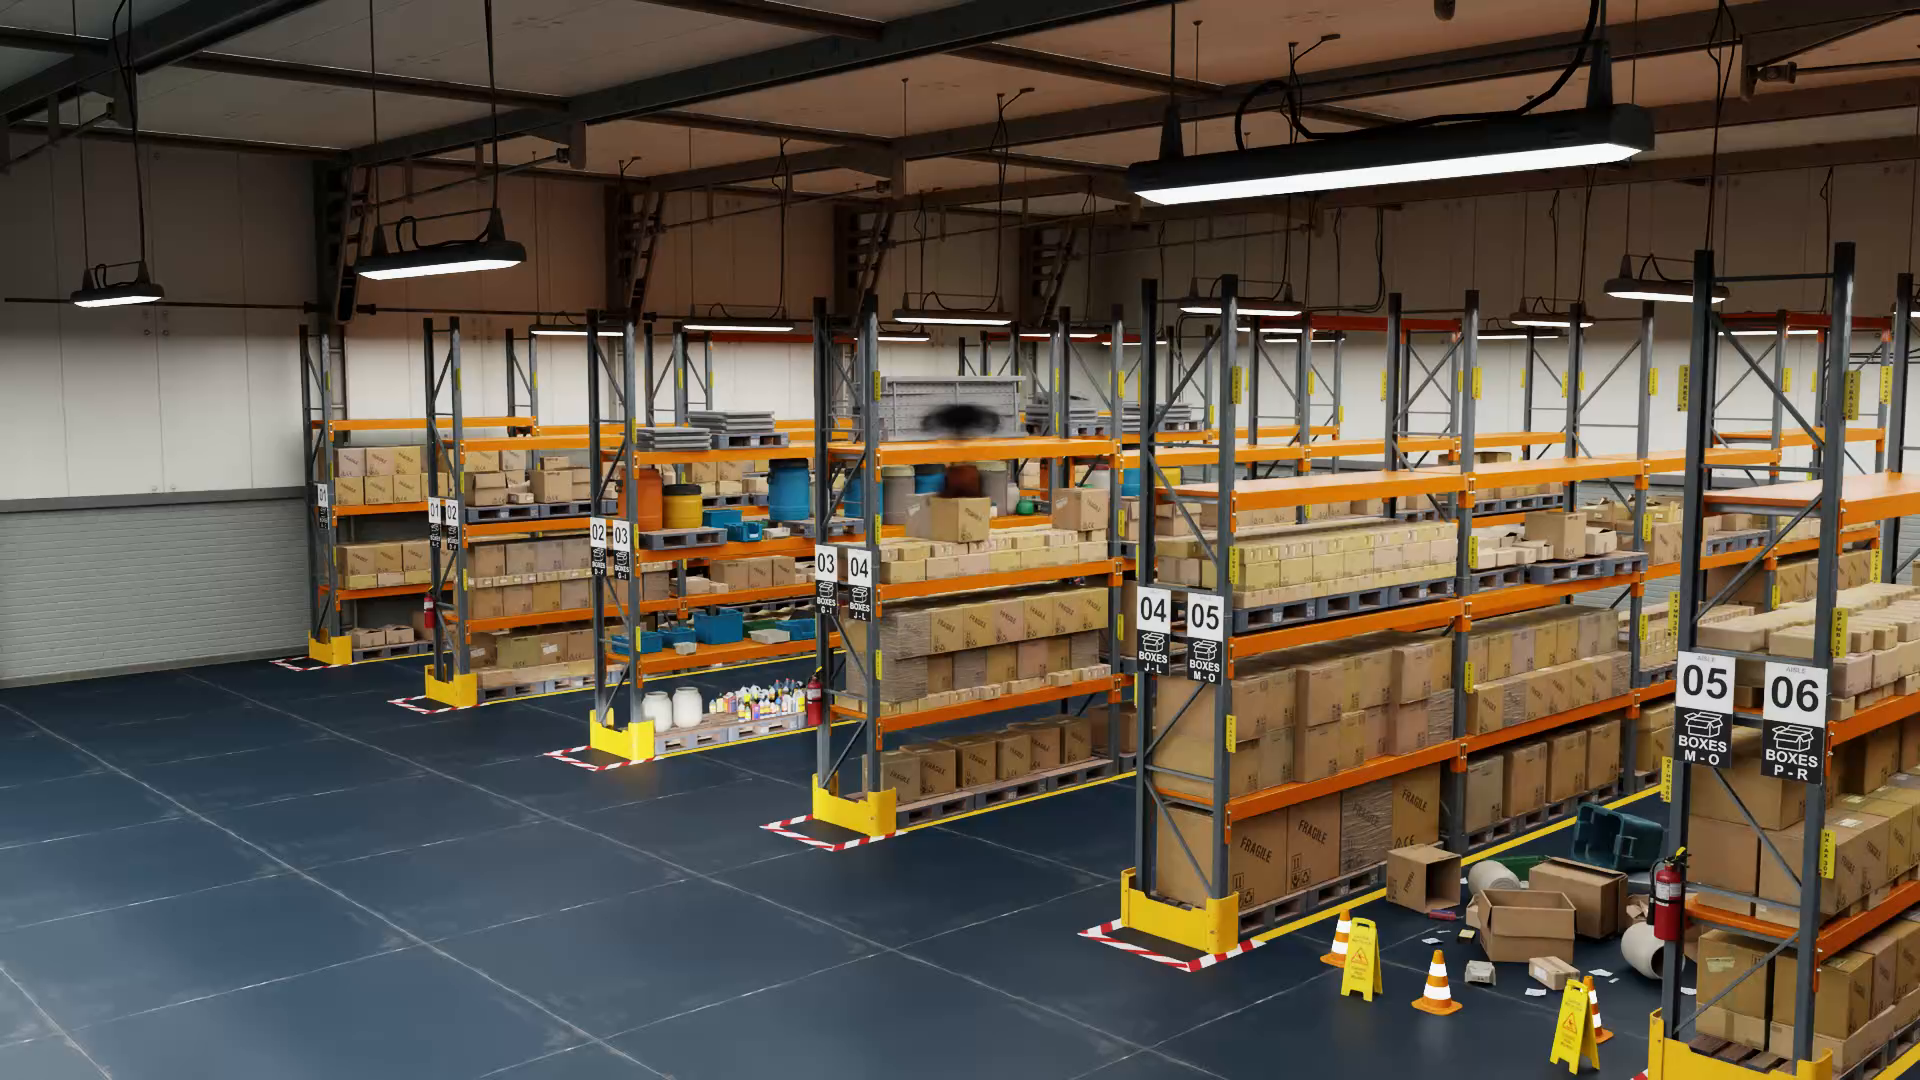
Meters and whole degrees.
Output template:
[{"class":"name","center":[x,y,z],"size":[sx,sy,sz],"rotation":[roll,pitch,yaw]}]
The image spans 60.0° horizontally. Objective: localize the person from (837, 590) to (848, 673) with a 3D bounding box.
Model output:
[{"class":"person","center":[-1.939,1.439,28.620],"size":[0.662,1.708,0.743],"rotation":[3,7,30]}]
